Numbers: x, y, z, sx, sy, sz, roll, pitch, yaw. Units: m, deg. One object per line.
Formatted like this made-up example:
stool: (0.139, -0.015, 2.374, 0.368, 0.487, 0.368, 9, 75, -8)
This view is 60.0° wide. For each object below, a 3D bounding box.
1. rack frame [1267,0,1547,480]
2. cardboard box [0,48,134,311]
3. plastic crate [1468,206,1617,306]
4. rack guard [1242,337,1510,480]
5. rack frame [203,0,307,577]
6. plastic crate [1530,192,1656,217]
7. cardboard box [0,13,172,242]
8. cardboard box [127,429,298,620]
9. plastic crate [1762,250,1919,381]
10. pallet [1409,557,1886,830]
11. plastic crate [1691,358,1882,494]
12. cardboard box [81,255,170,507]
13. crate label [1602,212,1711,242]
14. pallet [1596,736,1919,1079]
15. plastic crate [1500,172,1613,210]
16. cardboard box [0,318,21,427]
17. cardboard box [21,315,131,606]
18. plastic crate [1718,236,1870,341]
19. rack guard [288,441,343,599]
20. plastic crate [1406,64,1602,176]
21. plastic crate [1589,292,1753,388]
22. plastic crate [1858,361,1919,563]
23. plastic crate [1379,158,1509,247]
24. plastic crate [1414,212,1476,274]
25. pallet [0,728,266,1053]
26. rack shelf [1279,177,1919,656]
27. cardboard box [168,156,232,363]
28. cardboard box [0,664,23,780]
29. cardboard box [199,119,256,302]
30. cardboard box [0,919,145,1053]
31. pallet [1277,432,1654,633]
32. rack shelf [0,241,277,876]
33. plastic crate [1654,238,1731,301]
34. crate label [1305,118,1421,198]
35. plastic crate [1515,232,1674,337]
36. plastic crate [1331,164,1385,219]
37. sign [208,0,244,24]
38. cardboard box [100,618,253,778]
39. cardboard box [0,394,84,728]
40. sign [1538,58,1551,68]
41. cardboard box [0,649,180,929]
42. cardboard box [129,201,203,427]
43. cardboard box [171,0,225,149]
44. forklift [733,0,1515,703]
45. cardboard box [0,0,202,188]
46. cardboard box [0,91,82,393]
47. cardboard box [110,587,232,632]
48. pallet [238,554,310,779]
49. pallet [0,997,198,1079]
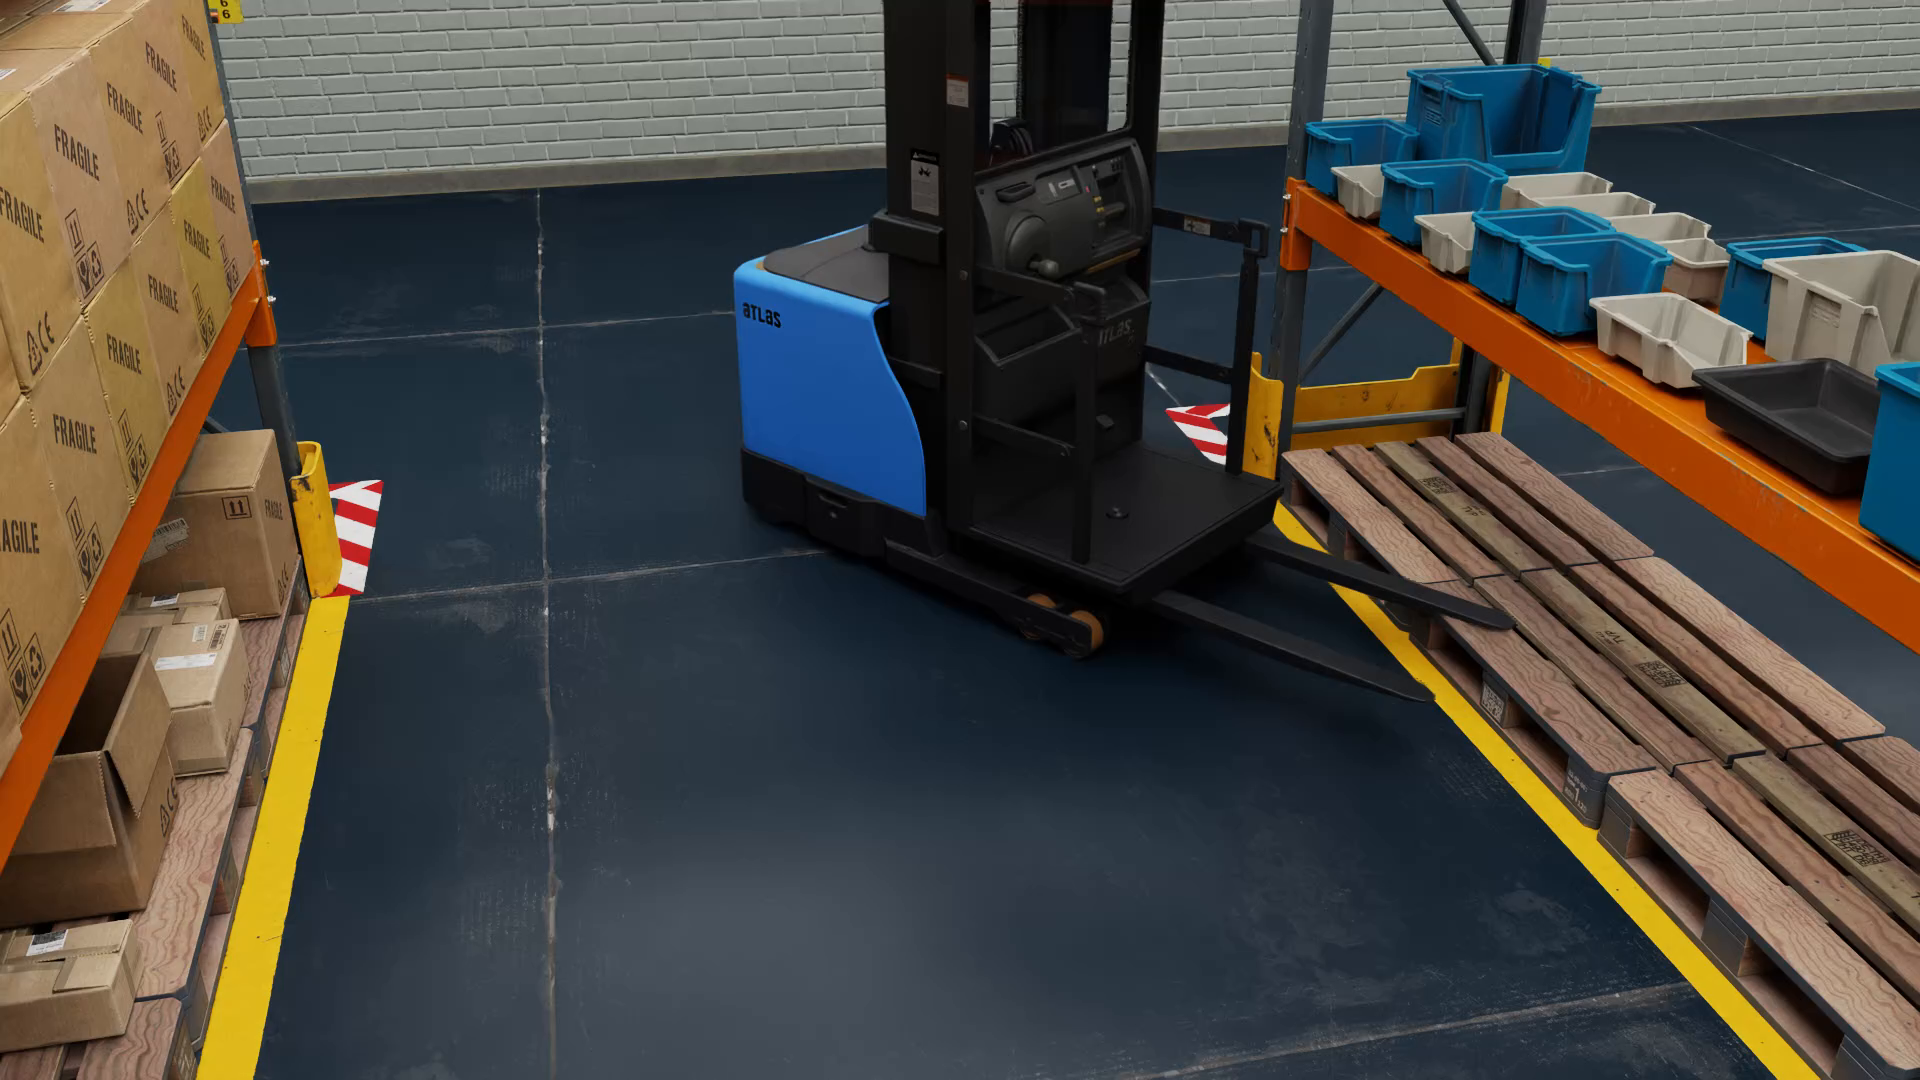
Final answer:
rack frame: (1.823, -1.677, 6.744, 1.000, 3.000, 0.127, -6, 27, -12)
cardboard box: (-2.283, -0.825, 3.835, 0.500, 0.500, 0.500, -5, 27, -10)
plastic crate: (1.855, -0.909, 5.342, 0.416, 0.233, 0.300, -6, 27, -12)
rack guard: (1.805, -0.570, 7.325, 1.175, 0.500, 0.348, -6, 27, -12)
rack frame: (-3.003, -1.176, 5.750, 1.000, 3.000, 0.127, -6, 27, -12)
plastic crate: (2.235, -1.118, 5.862, 0.396, 0.136, 0.243, -6, 27, -12)
cardboard box: (-2.399, -1.050, 4.282, 0.500, 0.500, 0.500, -5, 27, -10)
cardboard box: (-2.641, -0.043, 5.791, 0.500, 0.500, 0.500, -6, 27, -12)
plastic crate: (2.560, -0.584, 4.643, 0.437, 0.282, 0.530, -6, 27, -12)
pallet: (2.243, 0.468, 5.588, 1.003, 0.211, 1.213, -6, 27, -12)
plastic crate: (2.211, -0.289, 4.233, 0.437, 0.125, 0.590, -6, 27, -12)
cardboard box: (-2.296, -0.383, 4.069, 0.500, 0.500, 0.500, -6, 27, -12)
crate label: (2.321, -0.998, 5.624, 0.396, 0.136, 0.243, -6, 27, -12)
pallet: (2.521, 1.005, 4.525, 1.003, 0.211, 1.213, -6, 27, -12)
plastic crate: (2.184, -1.247, 6.117, 0.396, 0.136, 0.243, -6, 27, -12)
cardboard box: (-2.051, -0.373, 2.939, 0.500, 0.500, 0.500, -7, 28, -13)
cardboard box: (-2.180, -0.160, 3.627, 0.500, 0.500, 0.500, -6, 27, -12)
plastic crate: (2.536, -0.754, 5.033, 0.416, 0.233, 0.300, -6, 27, -12)
rack guard: (-2.986, -0.026, 6.248, 1.175, 0.500, 0.348, -6, 27, -12)
plastic crate: (2.081, -1.592, 6.469, 0.616, 0.435, 0.499, -6, 27, -12)
plastic crate: (2.040, -0.564, 4.765, 0.293, 0.136, 0.466, -6, 27, -12)
plastic crate: (2.287, -0.111, 3.592, 0.392, 0.384, 0.575, -6, 27, -12)
plastic crate: (1.707, -1.198, 5.914, 0.416, 0.233, 0.300, -6, 27, -12)
plastic crate: (1.703, -0.997, 5.623, 0.250, 0.136, 0.298, -6, 27, -12)
pallet: (-2.534, 0.987, 4.560, 1.003, 0.211, 1.213, -6, 27, -12)
rack shelf: (2.274, -0.478, 5.166, 1.077, 0.370, 4.000, -6, 27, -12)
cardboard box: (-2.517, -0.824, 4.943, 0.500, 0.500, 0.500, -6, 27, -11)
cardboard box: (-1.951, 0.284, 2.747, 0.500, 0.500, 0.500, -5, 27, -10)
cardboard box: (-2.637, -1.051, 5.393, 0.500, 0.500, 0.500, -5, 27, -10)
cardboard box: (-2.190, 1.064, 3.970, 0.380, 0.166, 0.250, -6, 27, -12)
pallet: (1.971, -0.066, 6.647, 1.003, 0.211, 1.213, -6, 27, -12)
rack shelf: (-2.553, 0.023, 4.173, 1.077, 0.370, 4.000, -6, 27, -12)
plastic crate: (2.406, -0.870, 5.371, 0.298, 0.136, 0.250, -6, 27, -12)
crate label: (1.558, -1.487, 6.487, 0.416, 0.233, 0.303, -6, 27, -12)
plastic crate: (1.923, -0.778, 5.081, 0.416, 0.233, 0.300, -6, 27, -12)
plastic crate: (1.550, -1.295, 6.213, 0.250, 0.136, 0.298, -6, 27, -12)
sign: (-2.458, -1.881, 5.513, 0.100, 0.325, 0.005, -6, 27, -12)
cardboard box: (-2.456, 0.489, 5.015, 0.500, 0.250, 0.500, -6, 27, -12)
cardboard box: (-2.070, 0.060, 3.192, 0.500, 0.500, 0.500, -5, 27, -11)
sign: (2.356, -1.813, 6.832, 0.100, 0.325, 0.005, -6, 27, -12)
cardboard box: (-2.530, 0.674, 4.368, 0.797, 0.503, 0.637, -6, 27, -12)
cardboard box: (-2.410, -0.604, 4.508, 0.500, 0.500, 0.500, -6, 27, -11)
cardboard box: (-2.635, -1.499, 5.171, 0.500, 0.500, 0.500, -6, 27, -12)
forklift: (0.540, -1.157, 5.790, 3.031, 2.935, 1.130, 21, 34, 36)
cardboard box: (-2.520, -1.278, 4.732, 0.500, 0.500, 0.500, -5, 27, -10)
cardboard box: (-2.166, -0.598, 3.386, 0.500, 0.500, 0.500, -7, 28, -13)
cardboard box: (-2.637, 0.293, 5.496, 0.380, 0.166, 0.250, -6, 27, -12)
pallet: (-2.806, 0.453, 5.620, 1.003, 0.211, 1.213, -6, 27, -12)
pallet: (-2.256, 1.524, 3.497, 1.003, 0.211, 1.213, -6, 27, -12)
